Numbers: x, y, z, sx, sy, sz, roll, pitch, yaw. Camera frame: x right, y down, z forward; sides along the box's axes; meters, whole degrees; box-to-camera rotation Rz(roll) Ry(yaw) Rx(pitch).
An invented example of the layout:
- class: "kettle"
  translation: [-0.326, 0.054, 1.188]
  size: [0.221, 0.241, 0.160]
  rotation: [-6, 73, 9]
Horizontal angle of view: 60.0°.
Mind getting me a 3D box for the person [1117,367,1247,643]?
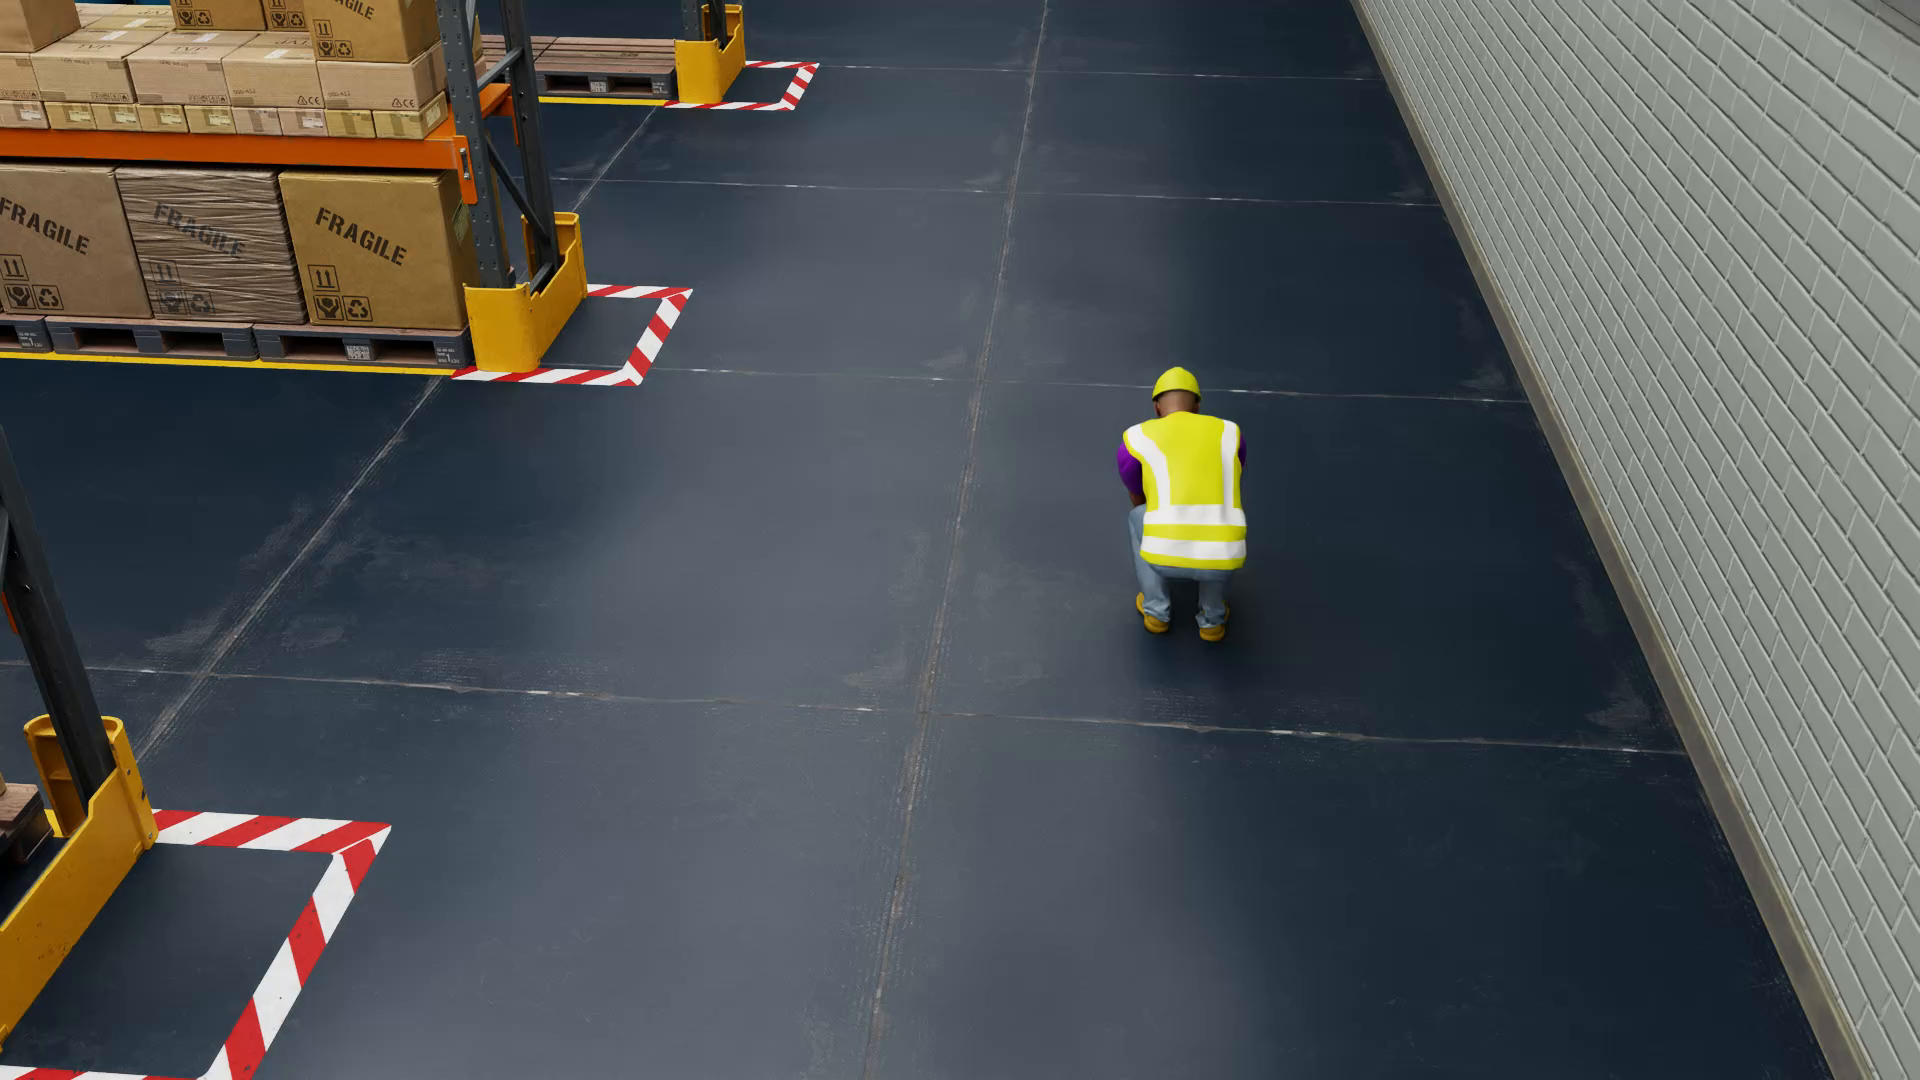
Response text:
- class: "person"
  translation: [0.934, -0.142, 7.069]
  size: [0.546, 1.011, 0.897]
  rotation: [2, 32, 3]
